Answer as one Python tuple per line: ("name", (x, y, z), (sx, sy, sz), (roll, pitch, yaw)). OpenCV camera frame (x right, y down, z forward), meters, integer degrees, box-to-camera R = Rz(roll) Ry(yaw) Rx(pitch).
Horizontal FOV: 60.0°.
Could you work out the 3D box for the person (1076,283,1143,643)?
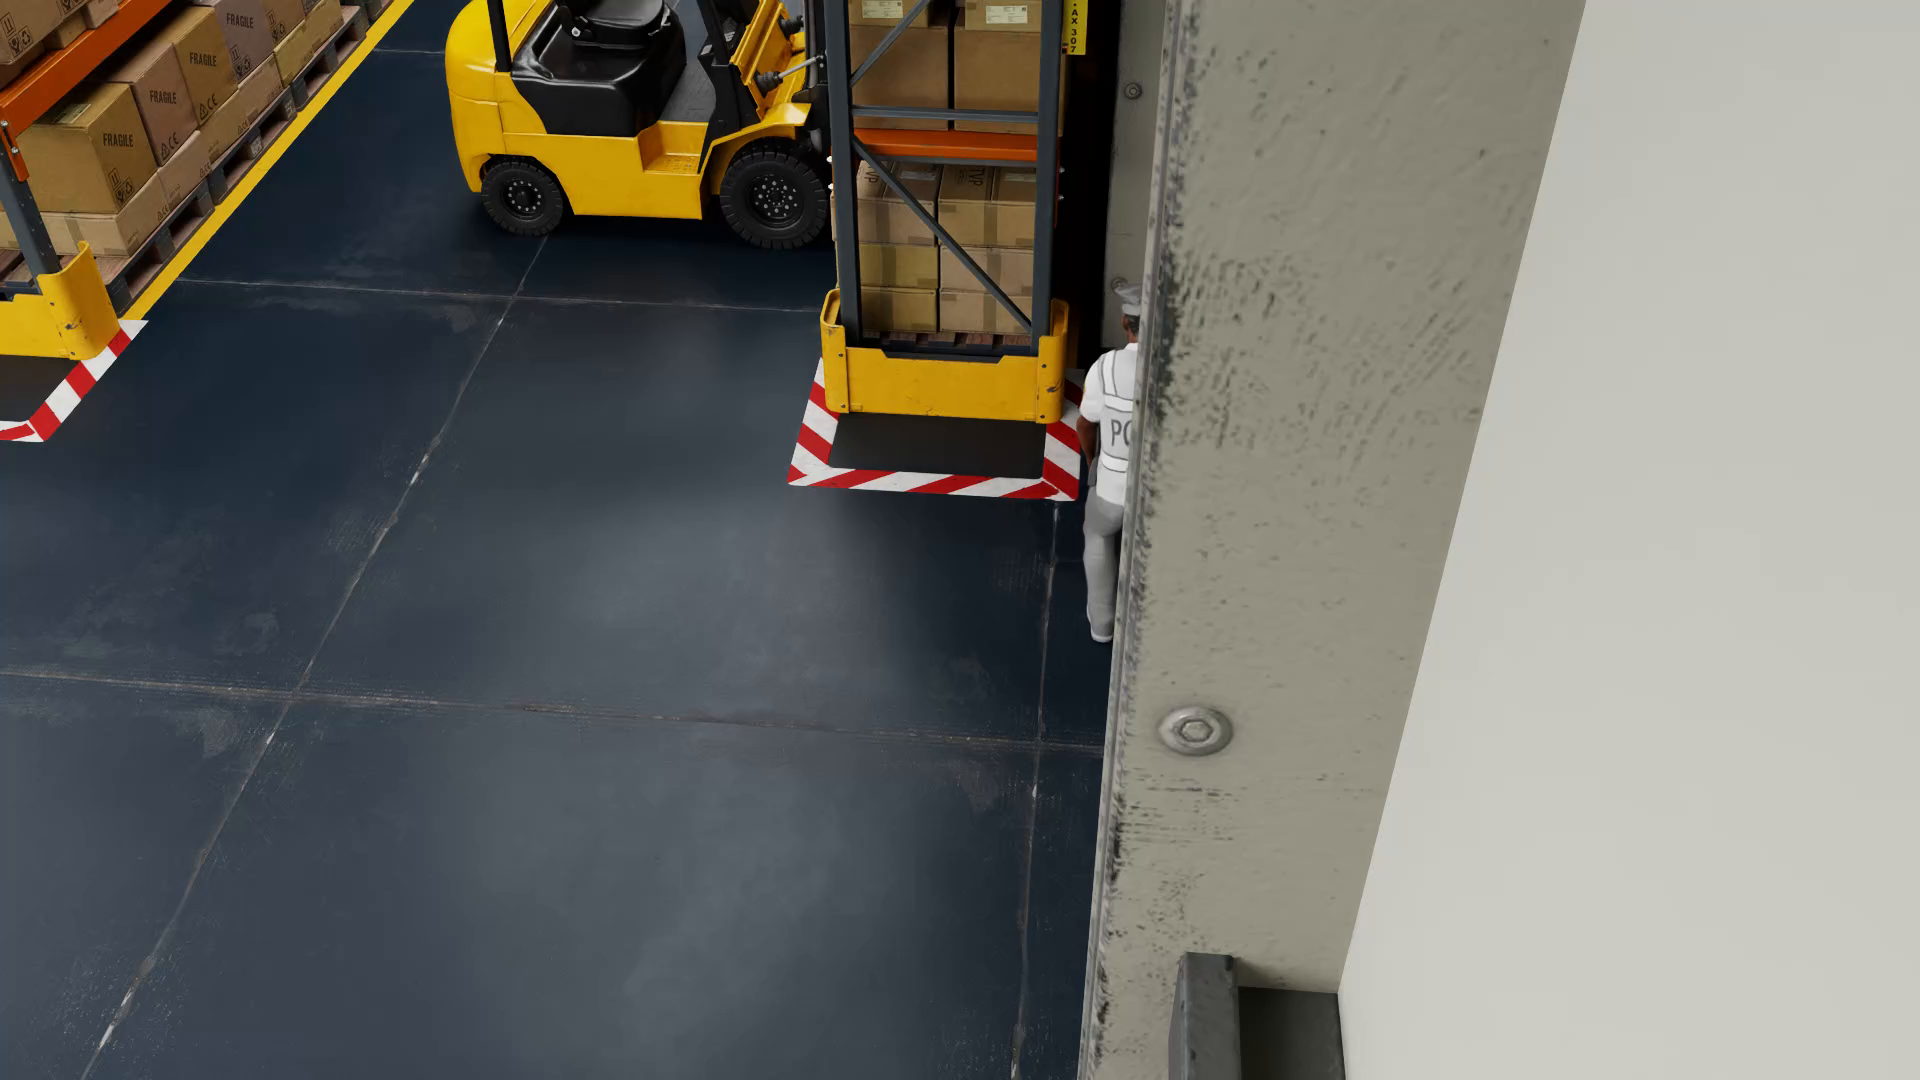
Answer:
("person", (0.685, -0.260, 6.550), (0.476, 1.564, 0.540), (4, 40, 5))
